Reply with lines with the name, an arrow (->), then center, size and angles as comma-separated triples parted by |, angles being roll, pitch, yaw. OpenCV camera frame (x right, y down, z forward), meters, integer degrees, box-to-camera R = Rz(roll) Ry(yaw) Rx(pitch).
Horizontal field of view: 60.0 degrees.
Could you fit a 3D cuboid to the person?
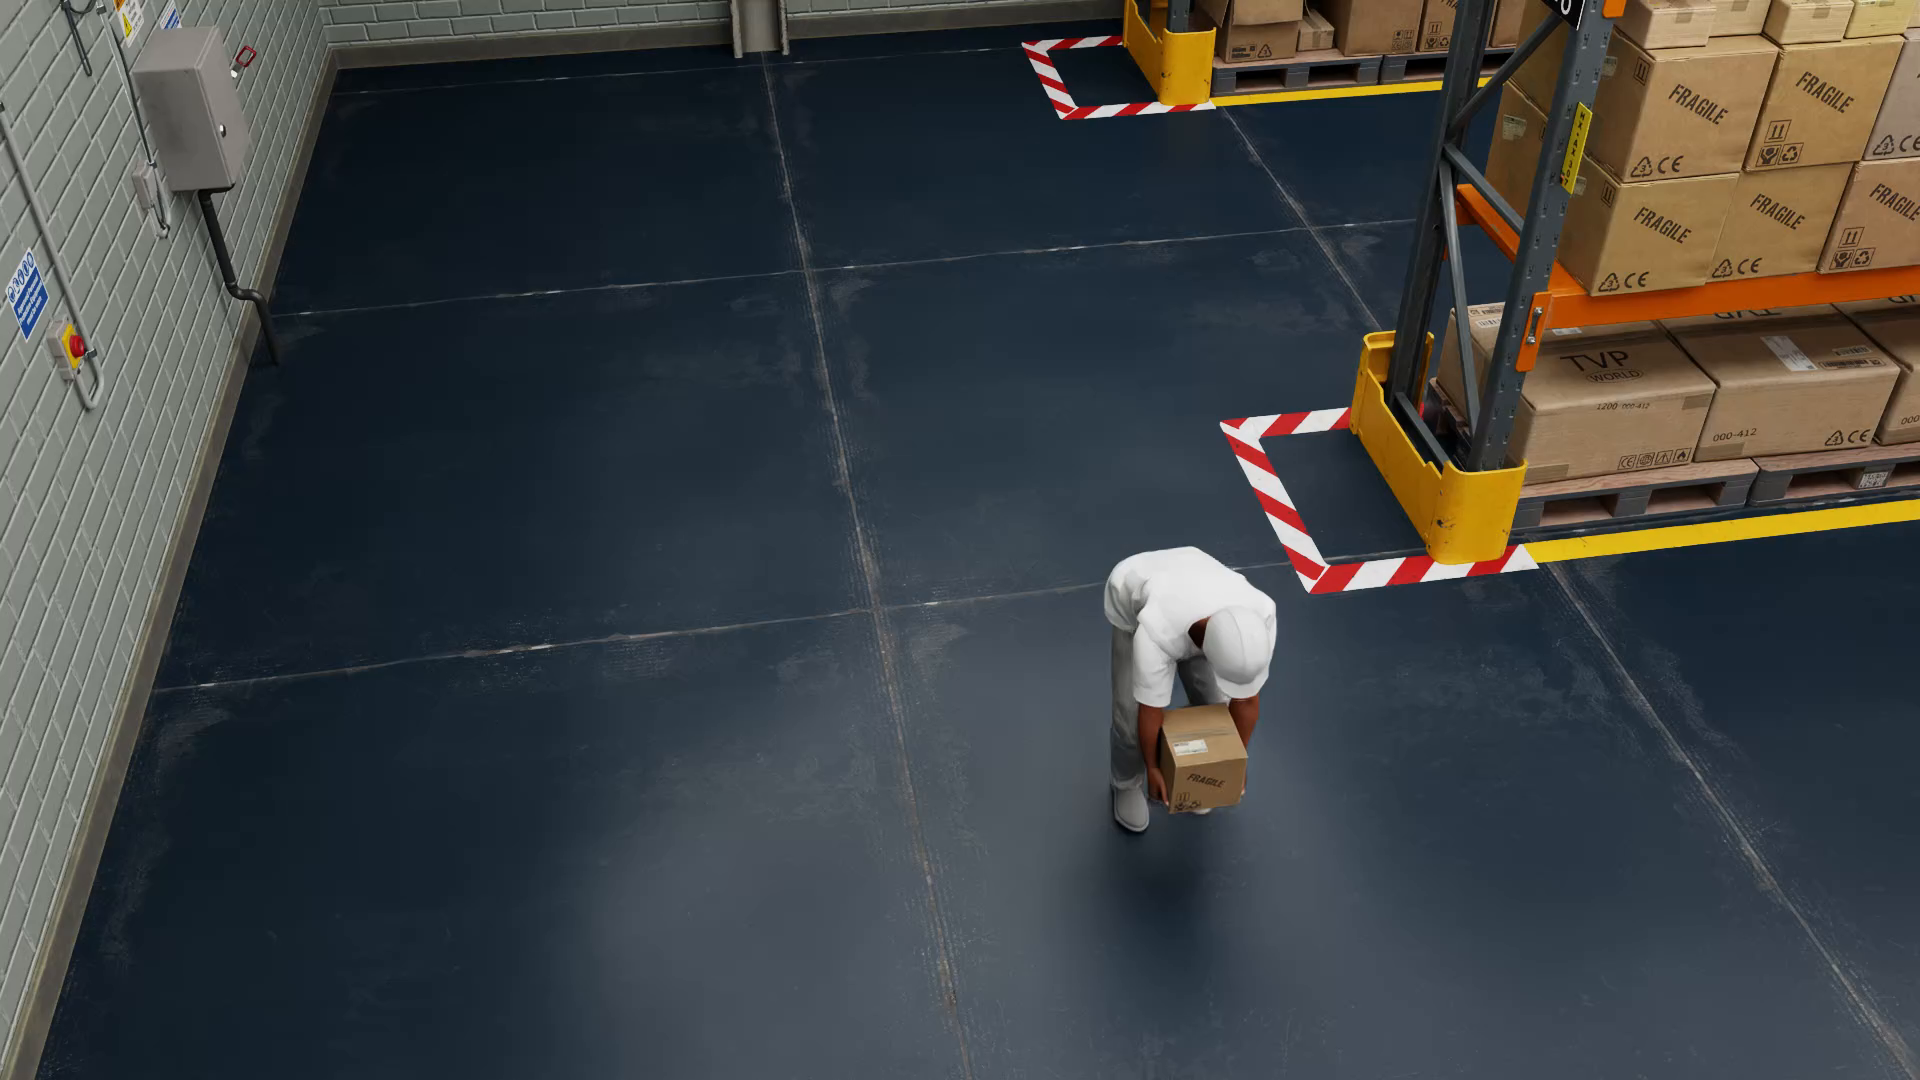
person -> 0.794, 0.550, 5.779 | 0.491, 1.342, 0.912 | -8, 39, -9
